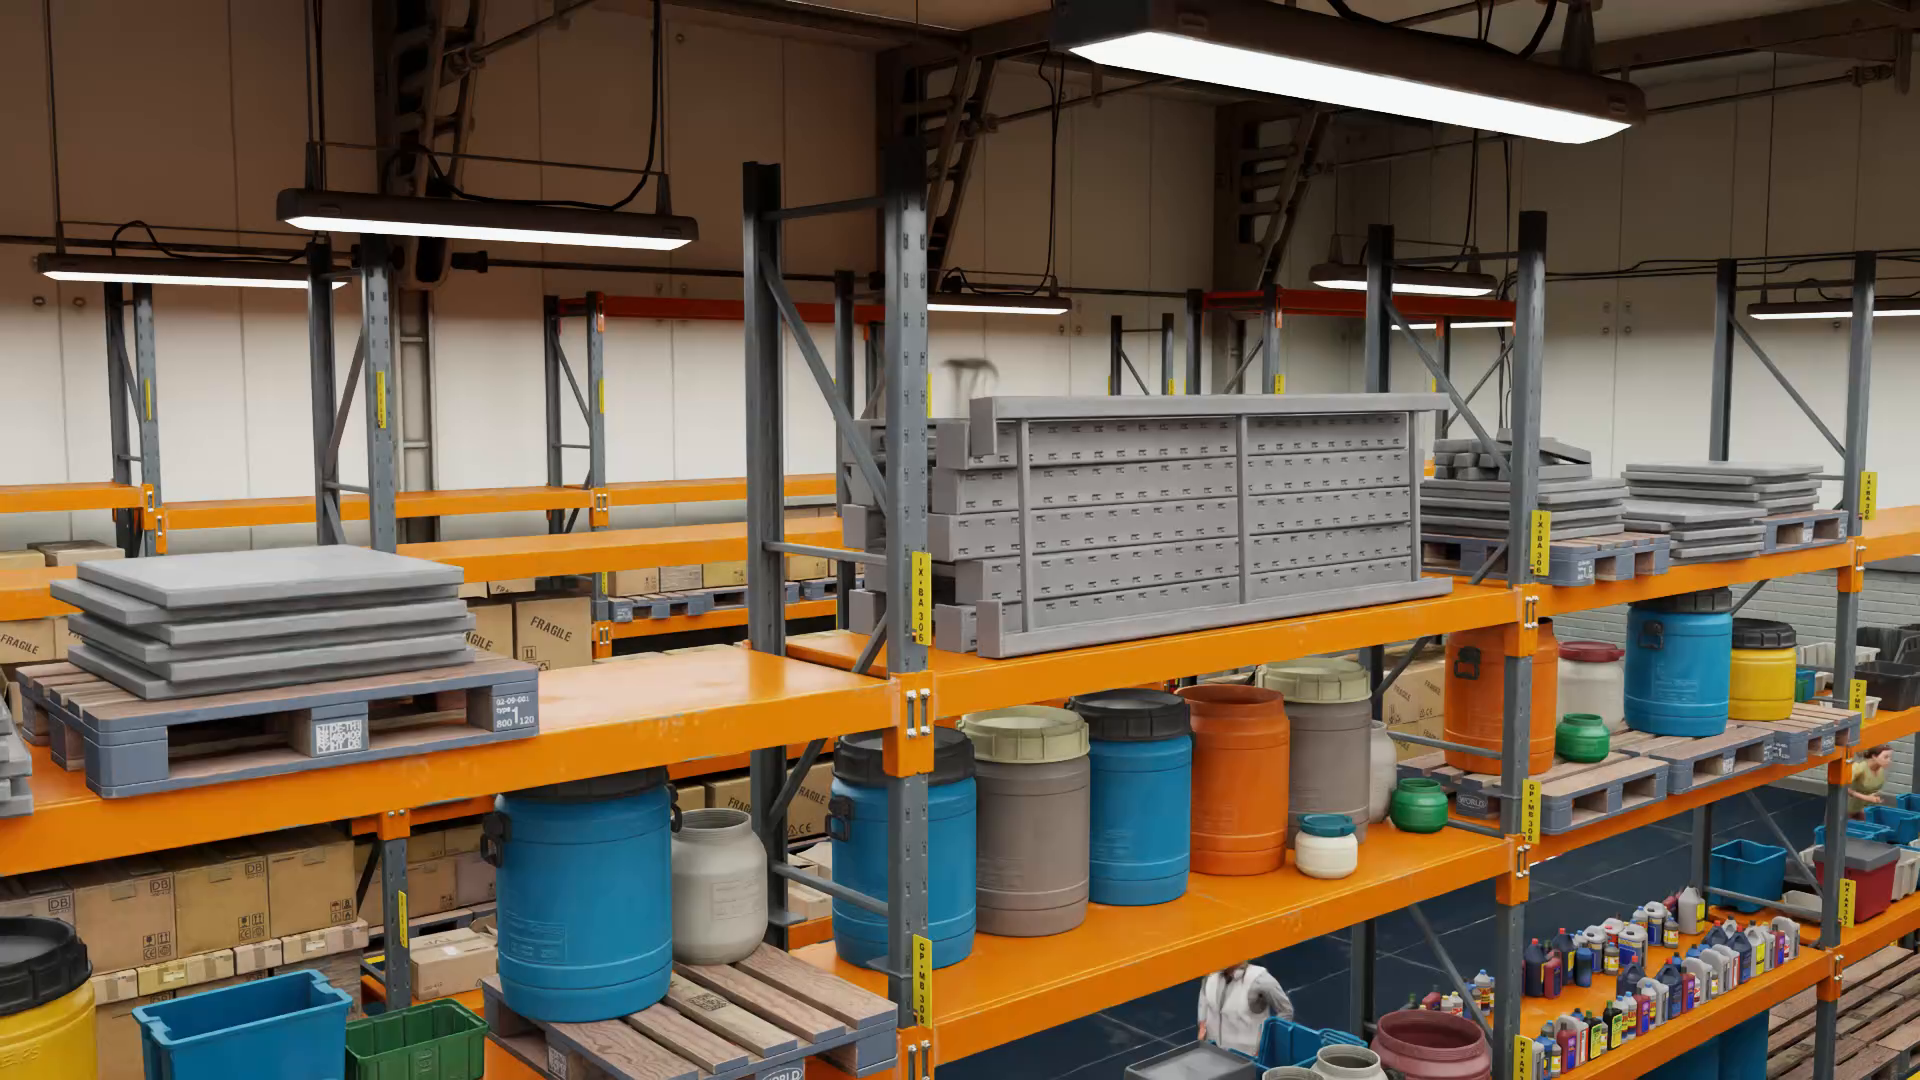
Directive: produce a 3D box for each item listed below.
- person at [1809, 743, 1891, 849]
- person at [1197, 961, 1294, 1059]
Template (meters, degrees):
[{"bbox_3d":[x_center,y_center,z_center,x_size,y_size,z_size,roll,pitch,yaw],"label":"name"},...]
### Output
[{"bbox_3d":[9.034,2.776,16.928,0.619,1.625,0.951,-2,6,-20],"label":"person"},{"bbox_3d":[1.801,3.282,10.660,0.883,1.765,0.684,-5,7,-41],"label":"person"}]
